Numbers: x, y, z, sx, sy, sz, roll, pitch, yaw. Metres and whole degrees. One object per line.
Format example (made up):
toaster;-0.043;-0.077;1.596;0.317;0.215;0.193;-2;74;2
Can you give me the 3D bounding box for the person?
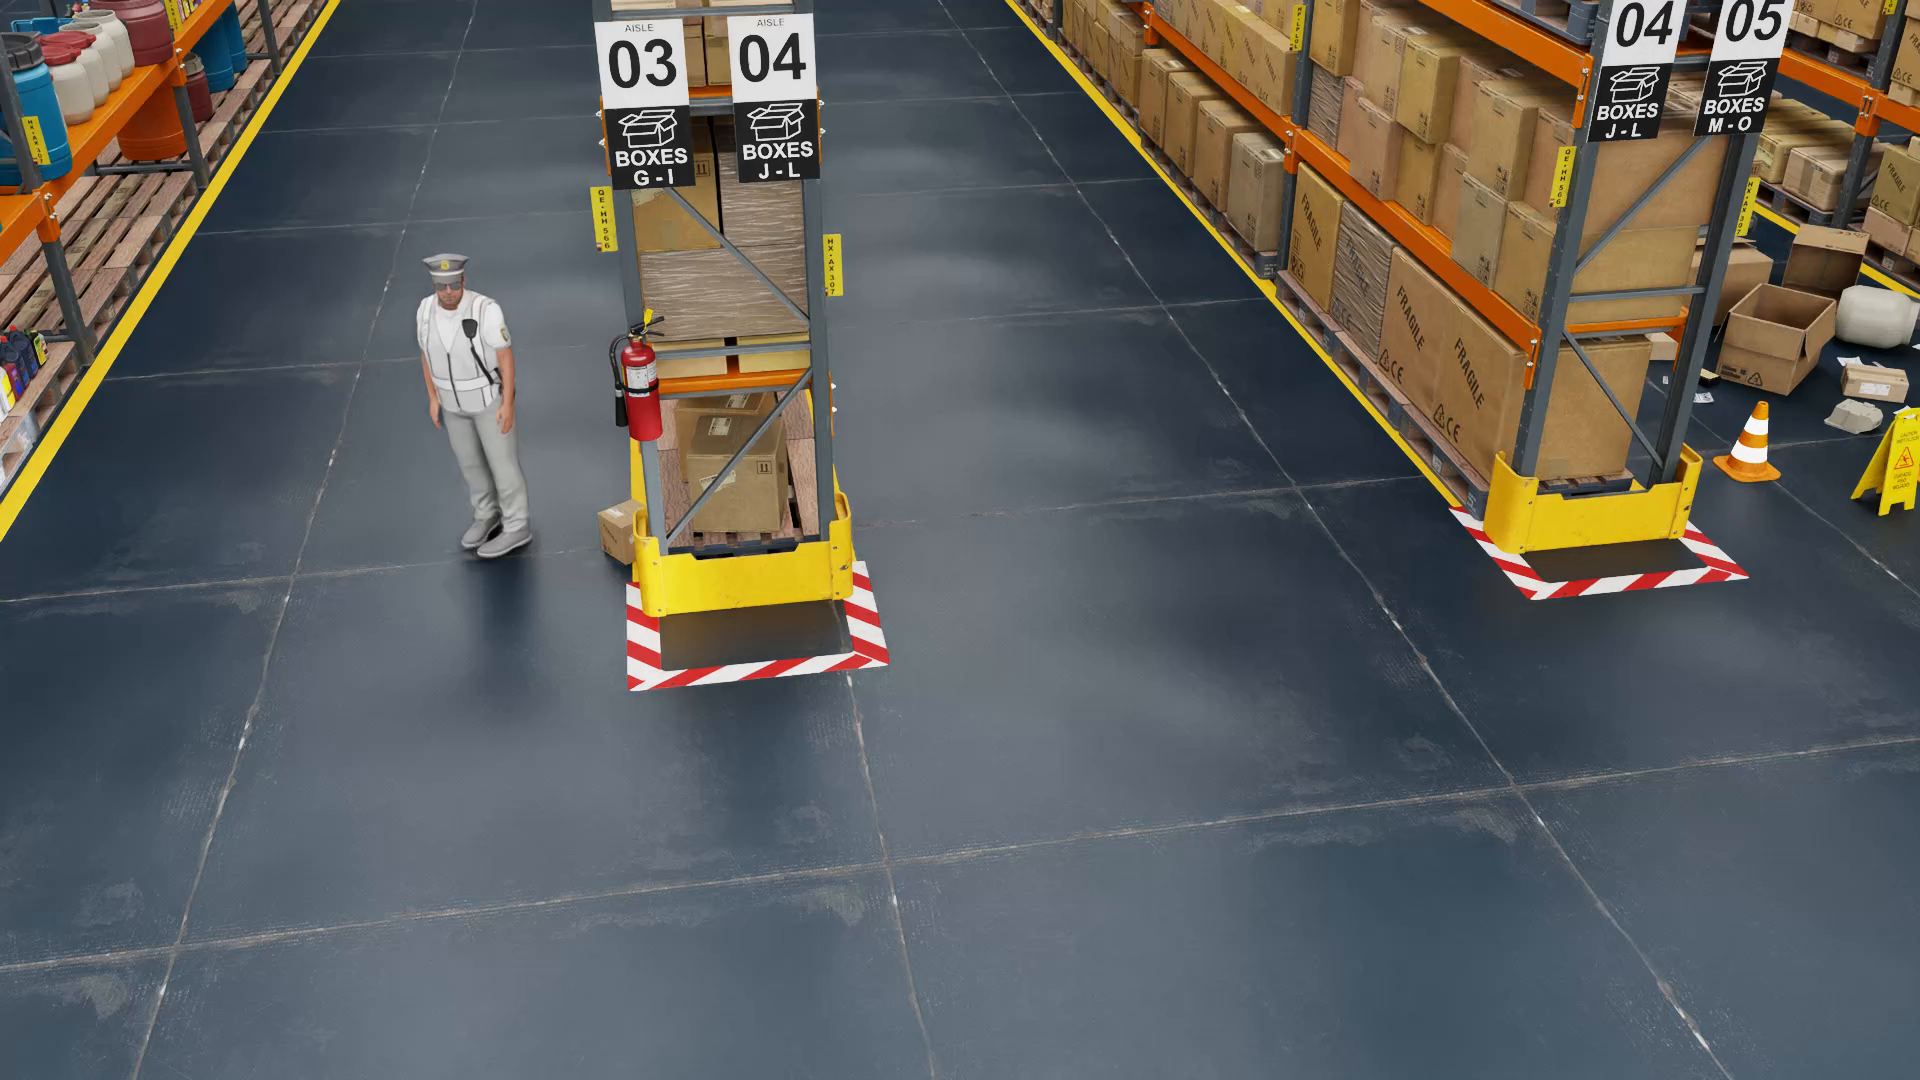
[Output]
person;-2.781;-0.774;9.411;0.556;1.775;0.498;6;31;10
